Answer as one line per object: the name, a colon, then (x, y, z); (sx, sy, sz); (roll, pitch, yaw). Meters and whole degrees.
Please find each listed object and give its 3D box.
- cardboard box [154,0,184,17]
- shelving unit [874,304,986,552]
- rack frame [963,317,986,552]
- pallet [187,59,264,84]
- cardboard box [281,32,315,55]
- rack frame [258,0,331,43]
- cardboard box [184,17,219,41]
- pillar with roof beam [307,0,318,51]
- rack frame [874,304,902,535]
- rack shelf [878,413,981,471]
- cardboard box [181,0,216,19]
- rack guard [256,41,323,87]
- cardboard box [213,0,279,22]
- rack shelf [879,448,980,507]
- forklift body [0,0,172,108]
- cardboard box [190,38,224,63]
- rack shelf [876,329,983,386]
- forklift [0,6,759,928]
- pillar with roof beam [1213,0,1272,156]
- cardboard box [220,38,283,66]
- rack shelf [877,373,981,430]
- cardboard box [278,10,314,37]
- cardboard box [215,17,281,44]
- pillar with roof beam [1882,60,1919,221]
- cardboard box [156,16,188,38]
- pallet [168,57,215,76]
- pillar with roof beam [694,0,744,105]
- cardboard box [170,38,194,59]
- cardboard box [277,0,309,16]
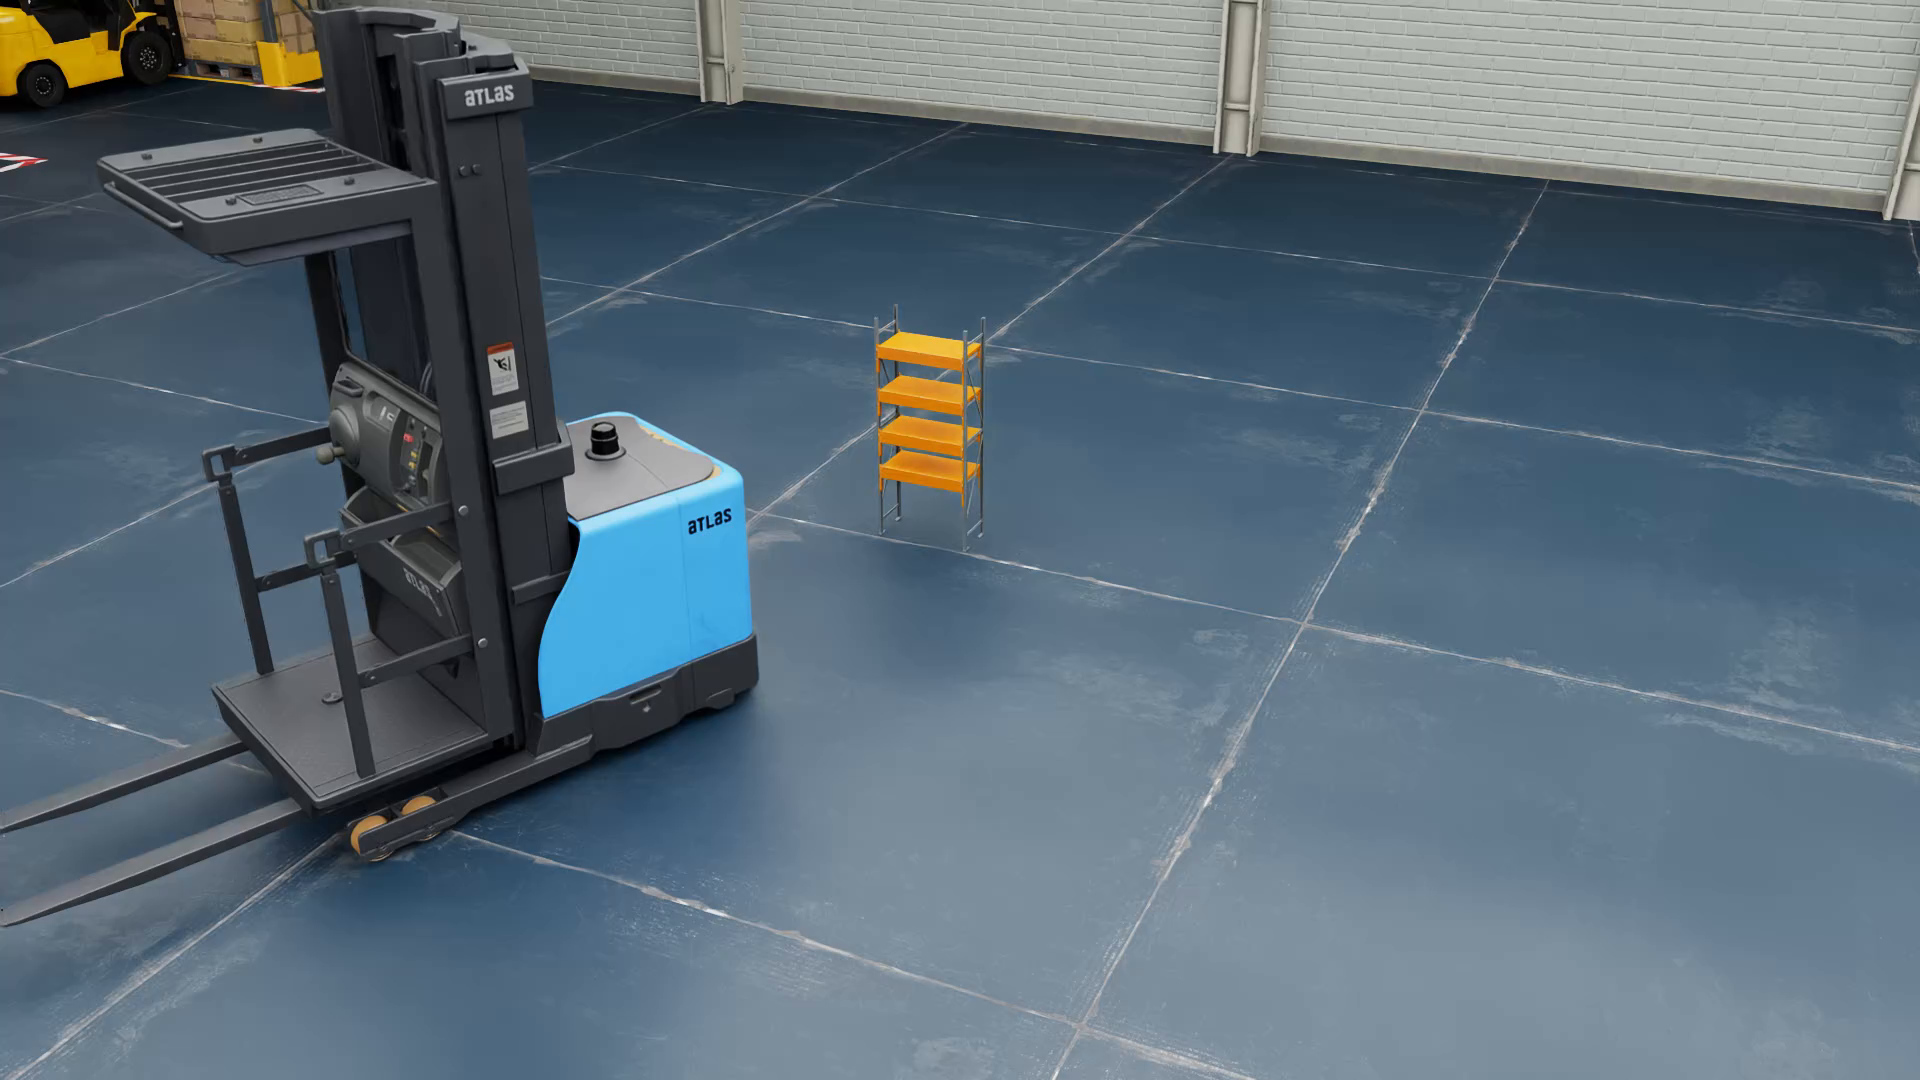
cardboard box: (-9.374, -6.485, 20.032); (0.500, 0.250, 0.500); (12, 29, 22)
shelving unit: (-0.151, -0.569, 8.546); (0.503, 1.200, 0.258); (11, 28, 22)
rack frame: (0.071, -0.524, 8.456); (0.015, 1.200, 0.240); (11, 28, 22)
pallet: (-8.609, -5.816, 20.324); (1.213, 0.211, 1.003); (11, 28, 22)
cardboard box: (-8.261, -6.067, 20.315); (0.500, 0.250, 0.500); (11, 28, 22)
rack frame: (-7.895, -6.944, 19.458); (0.127, 3.000, 1.000); (11, 28, 22)
cardboard box: (-8.920, -6.182, 19.983); (0.500, 0.250, 0.500); (11, 28, 21)
pillar with roof beam: (-9.938, -8.394, 15.612); (0.400, 9.000, 9.100); (11, 28, 22)
rack frame: (-0.373, -0.613, 8.637); (0.015, 1.200, 0.240); (11, 28, 22)
rack shelf: (-0.151, -0.508, 8.576); (0.480, 0.148, 0.258); (11, 28, 22)
cardboard box: (-8.911, -6.397, 19.853); (0.500, 0.250, 0.500); (12, 29, 23)
rack guard: (-7.873, -5.818, 20.001); (0.348, 0.500, 1.175); (11, 28, 22)
cardboard box: (-8.443, -6.306, 19.668); (0.500, 0.250, 0.500); (12, 29, 24)
rack shelf: (-0.151, -0.330, 8.664); (0.480, 0.148, 0.258); (11, 28, 22)
forklift body: (-10.377, -6.176, 18.860); (1.214, 2.155, 2.313); (11, 28, 22)
cardboard box: (-8.902, -5.952, 20.082); (0.500, 0.250, 0.500); (11, 28, 22)
rack shelf: (-0.151, -0.921, 8.373); (0.480, 0.148, 0.258); (11, 28, 22)
forklift: (-2.328, -0.363, 6.169); (3.031, 2.935, 1.130); (-21, 33, -36)
pillar with roof beam: (0.986, -6.200, 11.155); (0.400, 9.000, 9.100); (11, 28, 22)
cardboard box: (-8.454, -5.858, 19.889); (0.500, 0.250, 0.500); (12, 28, 22)
rack shelf: (-0.151, -0.709, 8.477); (0.480, 0.148, 0.258); (11, 28, 22)
cardboard box: (-8.237, -6.293, 20.206); (0.500, 0.250, 0.500); (12, 29, 23)
cardboard box: (-8.468, -6.086, 19.788); (0.500, 0.250, 0.500); (11, 28, 21)
pillar with roof beam: (6.448, -5.103, 8.927); (0.400, 9.000, 9.100); (11, 28, 22)
cardboard box: (-9.398, -6.268, 20.157); (0.500, 0.250, 0.500); (11, 28, 21)
pallet: (-9.715, -6.040, 20.778); (1.213, 0.211, 1.003); (11, 28, 22)
pillar with roof beam: (-4.476, -7.297, 13.384); (0.400, 9.000, 9.100); (11, 28, 22)
cardboard box: (-9.354, -6.047, 20.275); (0.500, 0.250, 0.500); (12, 29, 22)
cardboard box: (-8.254, -6.511, 20.085); (0.500, 0.250, 0.500); (11, 28, 21)
